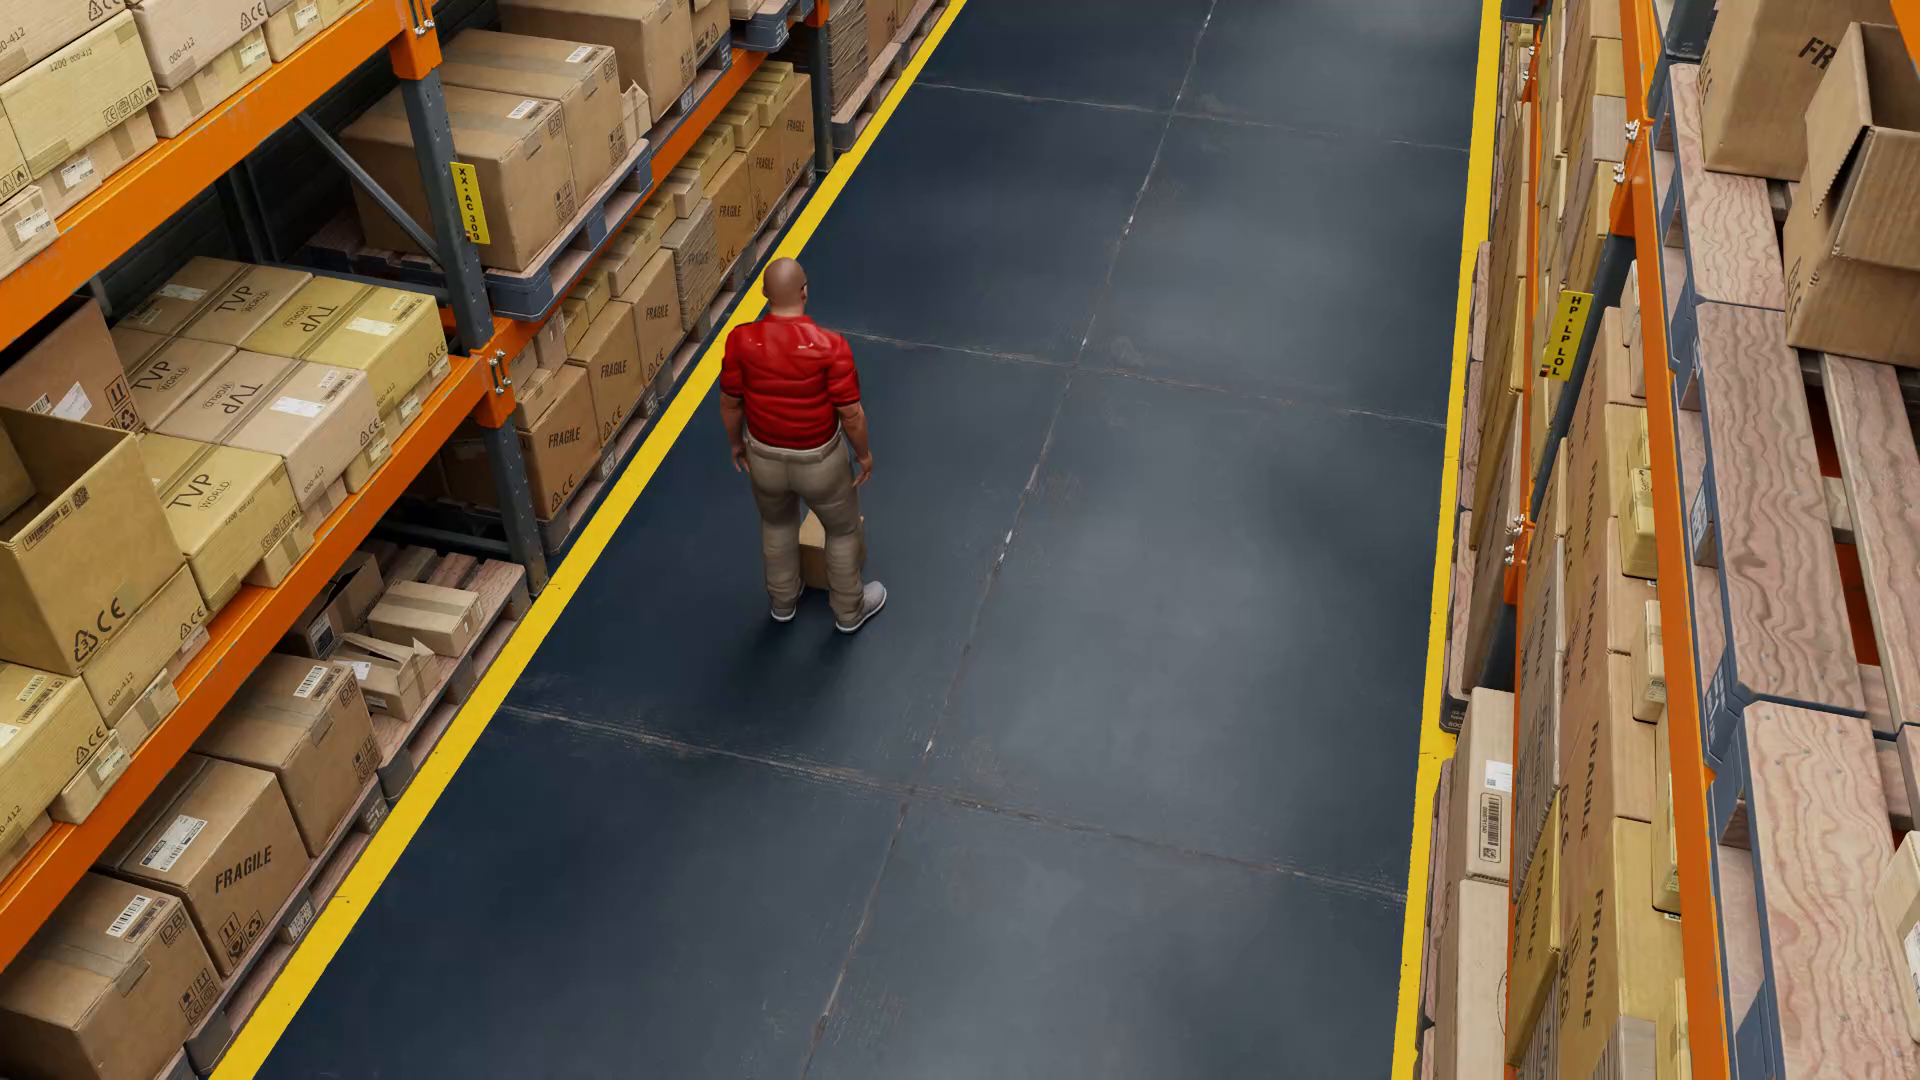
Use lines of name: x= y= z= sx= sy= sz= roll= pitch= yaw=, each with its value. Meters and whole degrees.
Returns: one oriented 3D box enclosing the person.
person: x=-0.644 y=-0.354 z=6.746 sx=0.606 sy=1.727 sz=0.399 roll=8 pitch=41 yaw=9
